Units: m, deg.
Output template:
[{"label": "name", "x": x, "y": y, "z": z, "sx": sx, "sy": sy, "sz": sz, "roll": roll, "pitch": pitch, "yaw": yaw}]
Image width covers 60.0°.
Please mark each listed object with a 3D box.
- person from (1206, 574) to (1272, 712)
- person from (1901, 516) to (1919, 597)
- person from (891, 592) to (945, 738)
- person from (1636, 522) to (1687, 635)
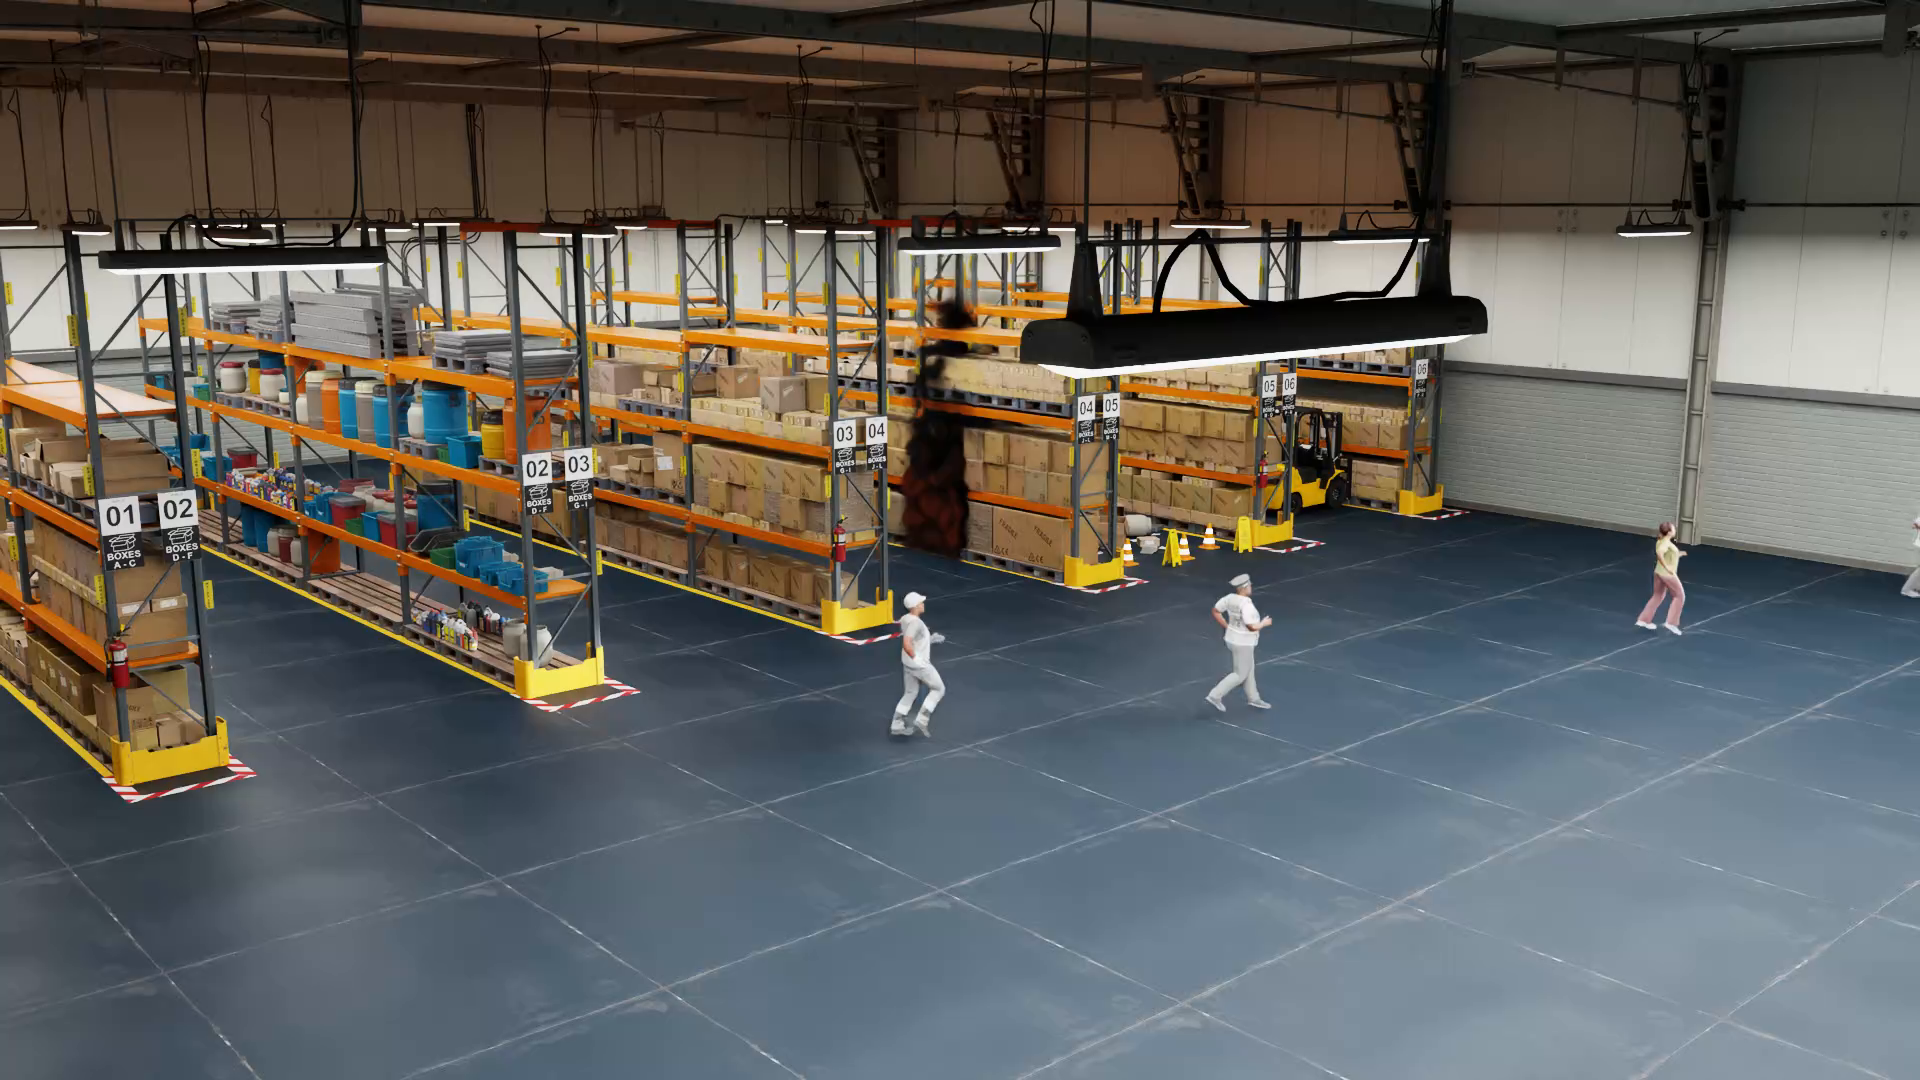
[{"label": "person", "x": 3.521, "y": 1.303, "z": 20.824, "sx": 0.967, "sy": 1.791, "sz": 0.659, "roll": -3, "pitch": 12, "yaw": -17}, {"label": "person", "x": 15.735, "y": 0.127, "z": 27.009, "sx": 0.638, "sy": 1.683, "sz": 0.594, "roll": 8, "pitch": 14, "yaw": 33}, {"label": "person", "x": -0.489, "y": 1.502, "z": 19.913, "sx": 0.709, "sy": 1.792, "sz": 0.640, "roll": -5, "pitch": 12, "yaw": -24}, {"label": "person", "x": 10.494, "y": 0.574, "z": 24.796, "sx": 0.690, "sy": 1.723, "sz": 0.560, "roll": -1, "pitch": 11, "yaw": -3}]
